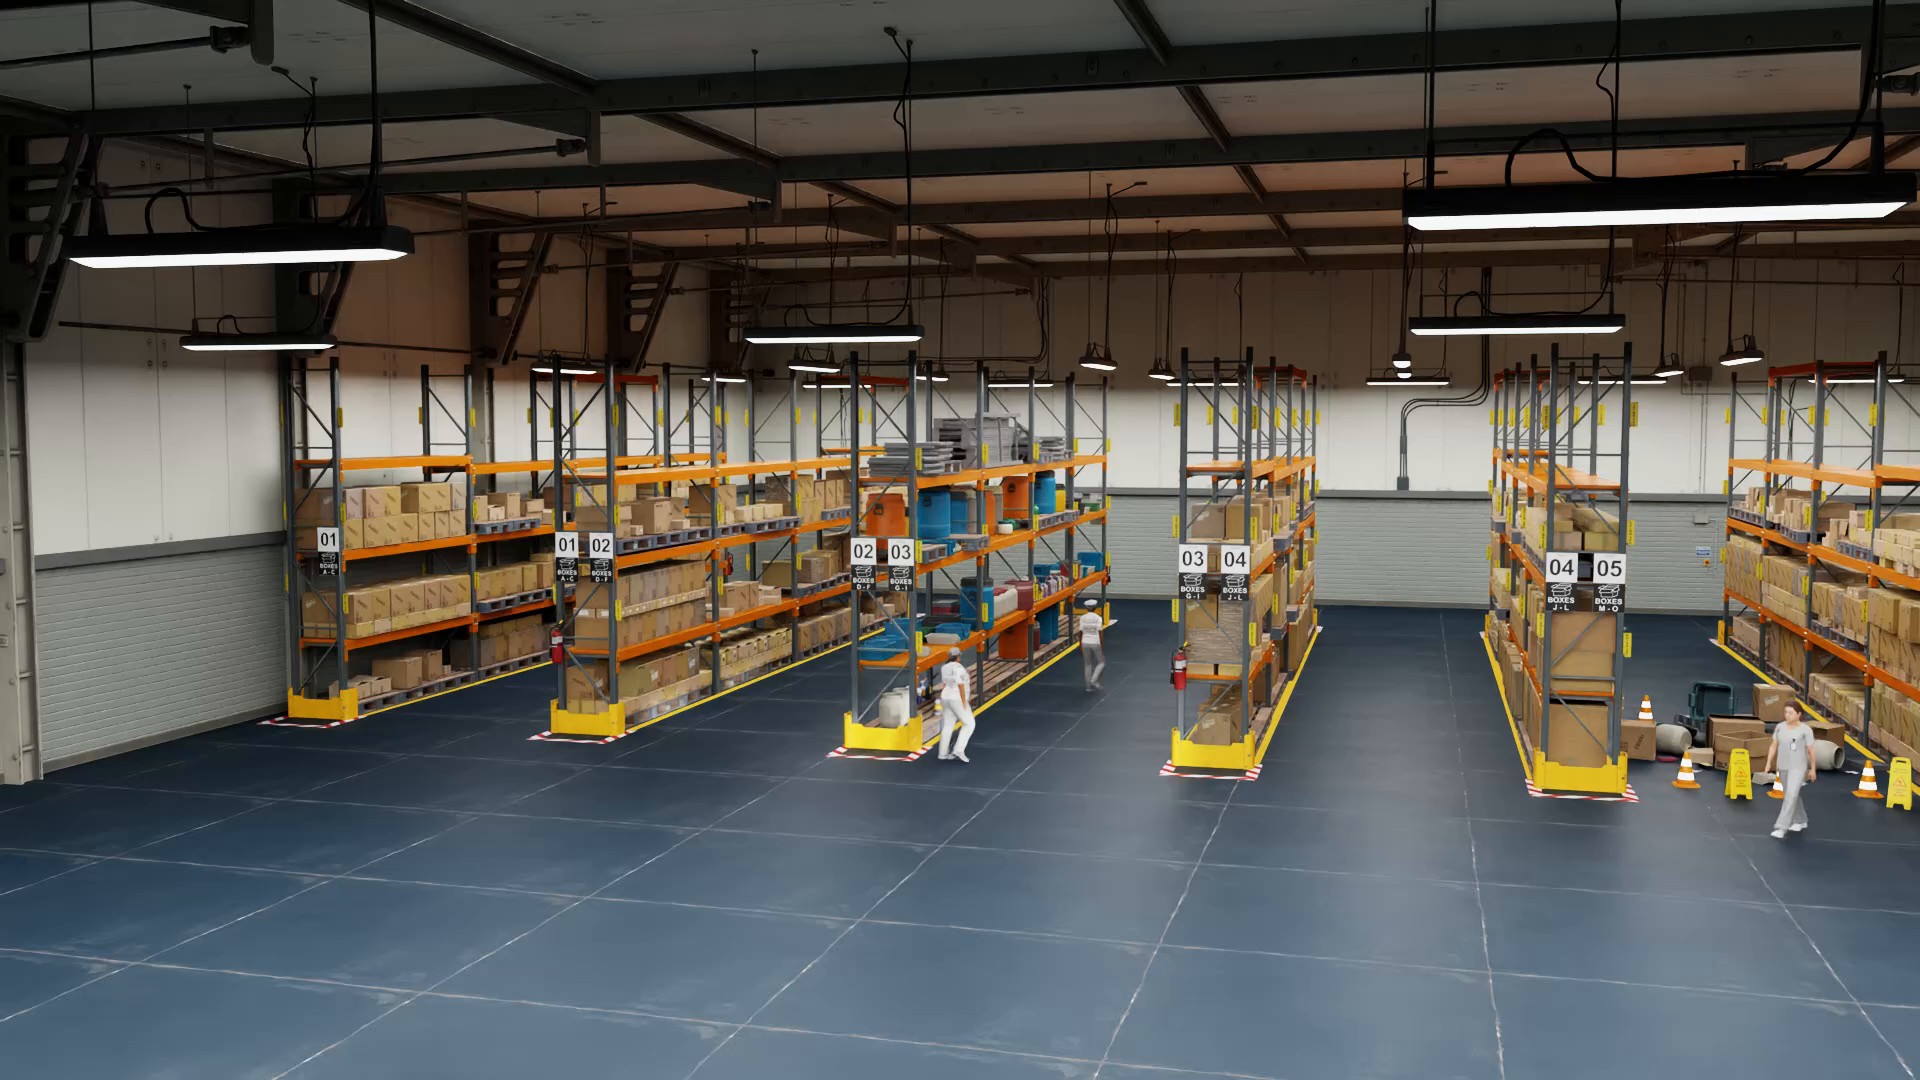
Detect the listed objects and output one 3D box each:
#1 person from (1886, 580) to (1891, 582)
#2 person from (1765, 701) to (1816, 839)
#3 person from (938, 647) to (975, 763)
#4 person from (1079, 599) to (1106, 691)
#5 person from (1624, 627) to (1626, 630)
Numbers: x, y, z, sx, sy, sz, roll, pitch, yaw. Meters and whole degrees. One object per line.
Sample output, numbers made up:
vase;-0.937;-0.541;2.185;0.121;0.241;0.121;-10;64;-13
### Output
person;20.059;1.550;35.735;1.022;1.614;0.463;4;6;42
person;9.859;2.719;19.816;1.044;1.615;0.468;-3;5;-31
person;-0.093;2.397;24.313;0.501;1.669;0.590;-3;5;-34
person;2.402;1.939;30.379;0.498;1.675;0.471;2;4;20
person;15.254;1.265;39.064;0.947;1.739;0.551;4;6;43
